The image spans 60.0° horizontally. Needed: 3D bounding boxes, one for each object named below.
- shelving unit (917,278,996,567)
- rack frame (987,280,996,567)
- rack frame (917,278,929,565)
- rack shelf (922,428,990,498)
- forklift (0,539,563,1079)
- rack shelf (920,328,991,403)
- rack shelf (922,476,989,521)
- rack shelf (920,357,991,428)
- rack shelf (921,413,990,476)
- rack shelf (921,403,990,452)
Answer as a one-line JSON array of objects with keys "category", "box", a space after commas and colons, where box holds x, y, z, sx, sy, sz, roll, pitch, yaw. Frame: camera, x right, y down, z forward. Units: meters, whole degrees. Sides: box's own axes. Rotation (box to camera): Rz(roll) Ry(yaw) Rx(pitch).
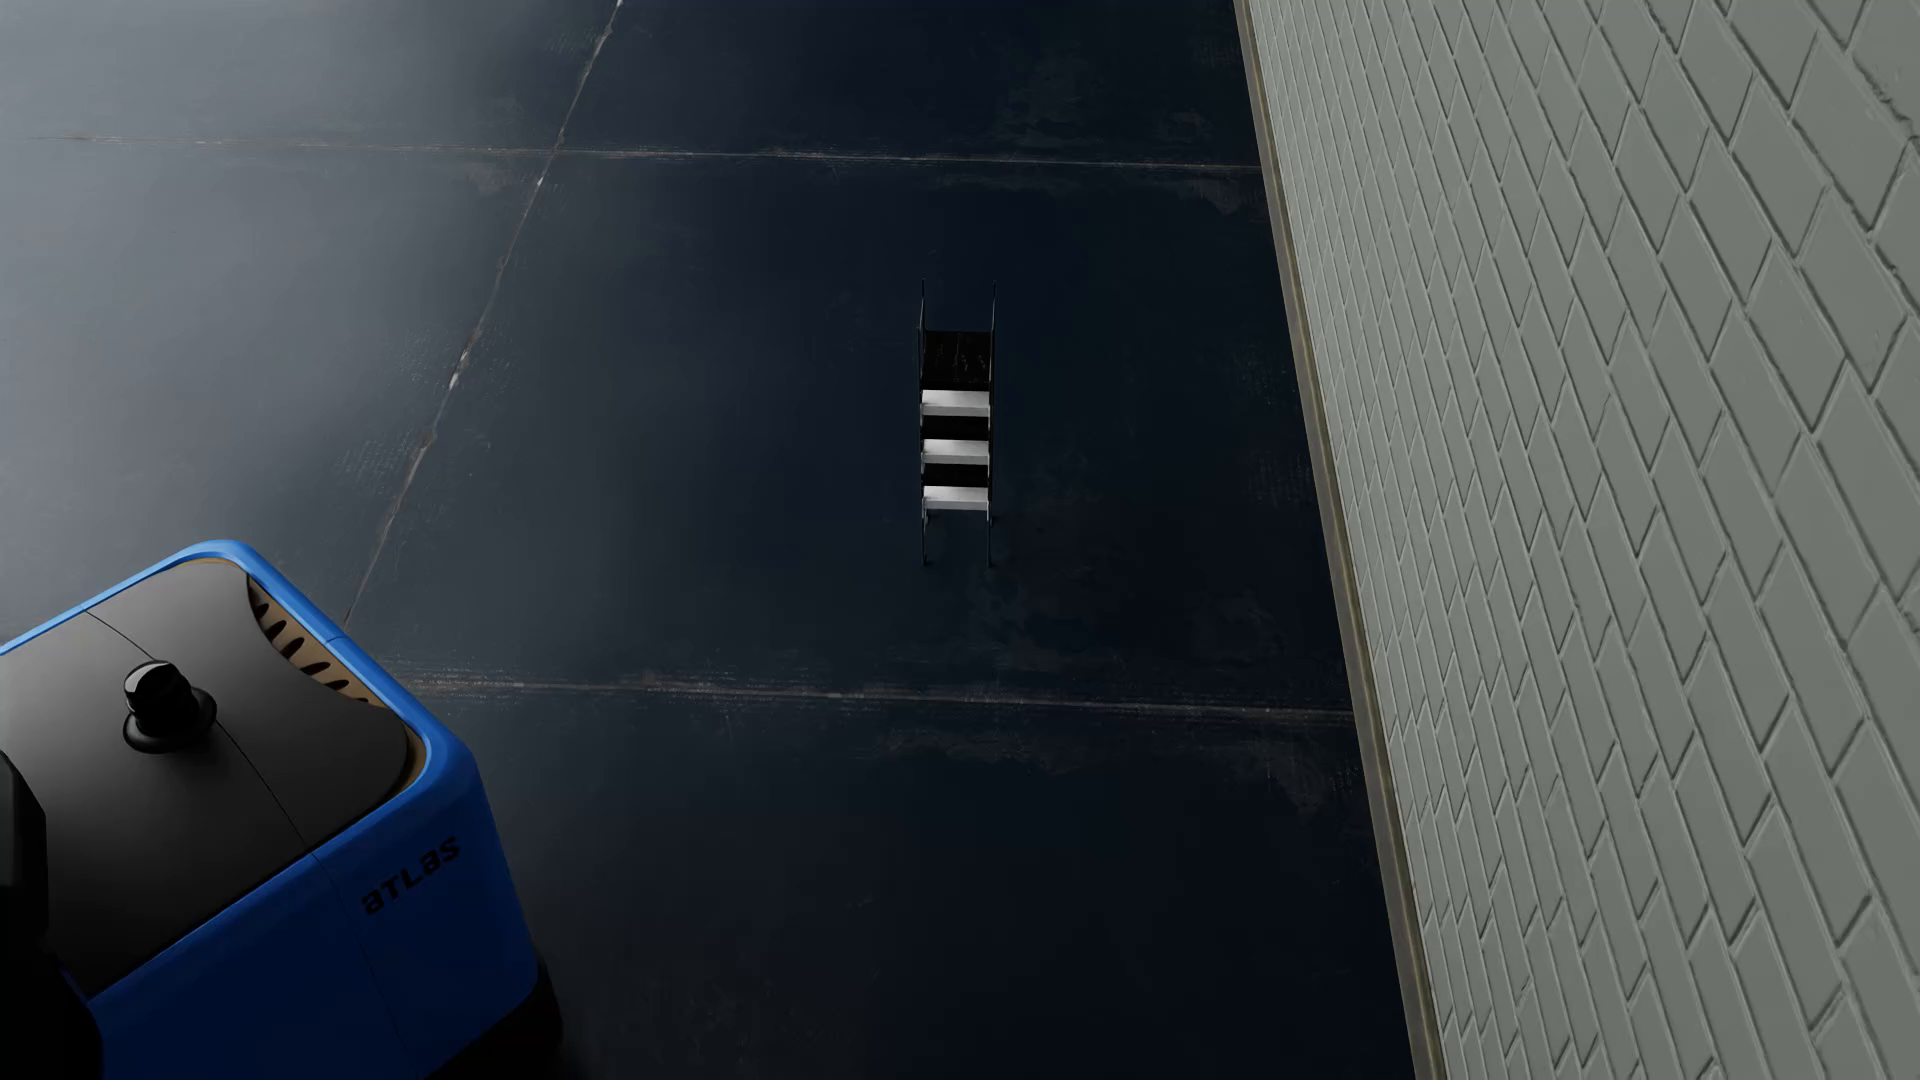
[{"category": "shelving unit", "box": [-0.008, -0.330, 4.944, 0.210, 0.900, 0.258, 2, 43, 2]}, {"category": "rack frame", "box": [0.093, -0.326, 4.940, 0.006, 0.900, 0.240, 2, 43, 2]}, {"category": "rack frame", "box": [-0.110, -0.333, 4.947, 0.006, 0.900, 0.240, 2, 43, 2]}, {"category": "rack shelf", "box": [-0.008, -0.239, 5.028, 0.200, 0.077, 0.258, 2, 43, 2]}, {"category": "forklift", "box": [-2.312, 0.640, 2.413, 1.130, 2.935, 3.031, 33, 52, 30]}, {"category": "rack shelf", "box": [-0.008, -0.503, 4.782, 0.200, 0.077, 0.258, 2, 43, 2]}, {"category": "rack shelf", "box": [-0.008, -0.173, 5.089, 0.200, 0.077, 0.258, 2, 43, 2]}, {"category": "rack shelf", "box": [-0.008, -0.437, 4.844, 0.200, 0.077, 0.258, 2, 43, 2]}, {"category": "rack shelf", "box": [-0.008, -0.305, 4.966, 0.200, 0.077, 0.258, 2, 43, 2]}, {"category": "rack shelf", "box": [-0.008, -0.371, 4.905, 0.200, 0.077, 0.258, 2, 43, 2]}]
